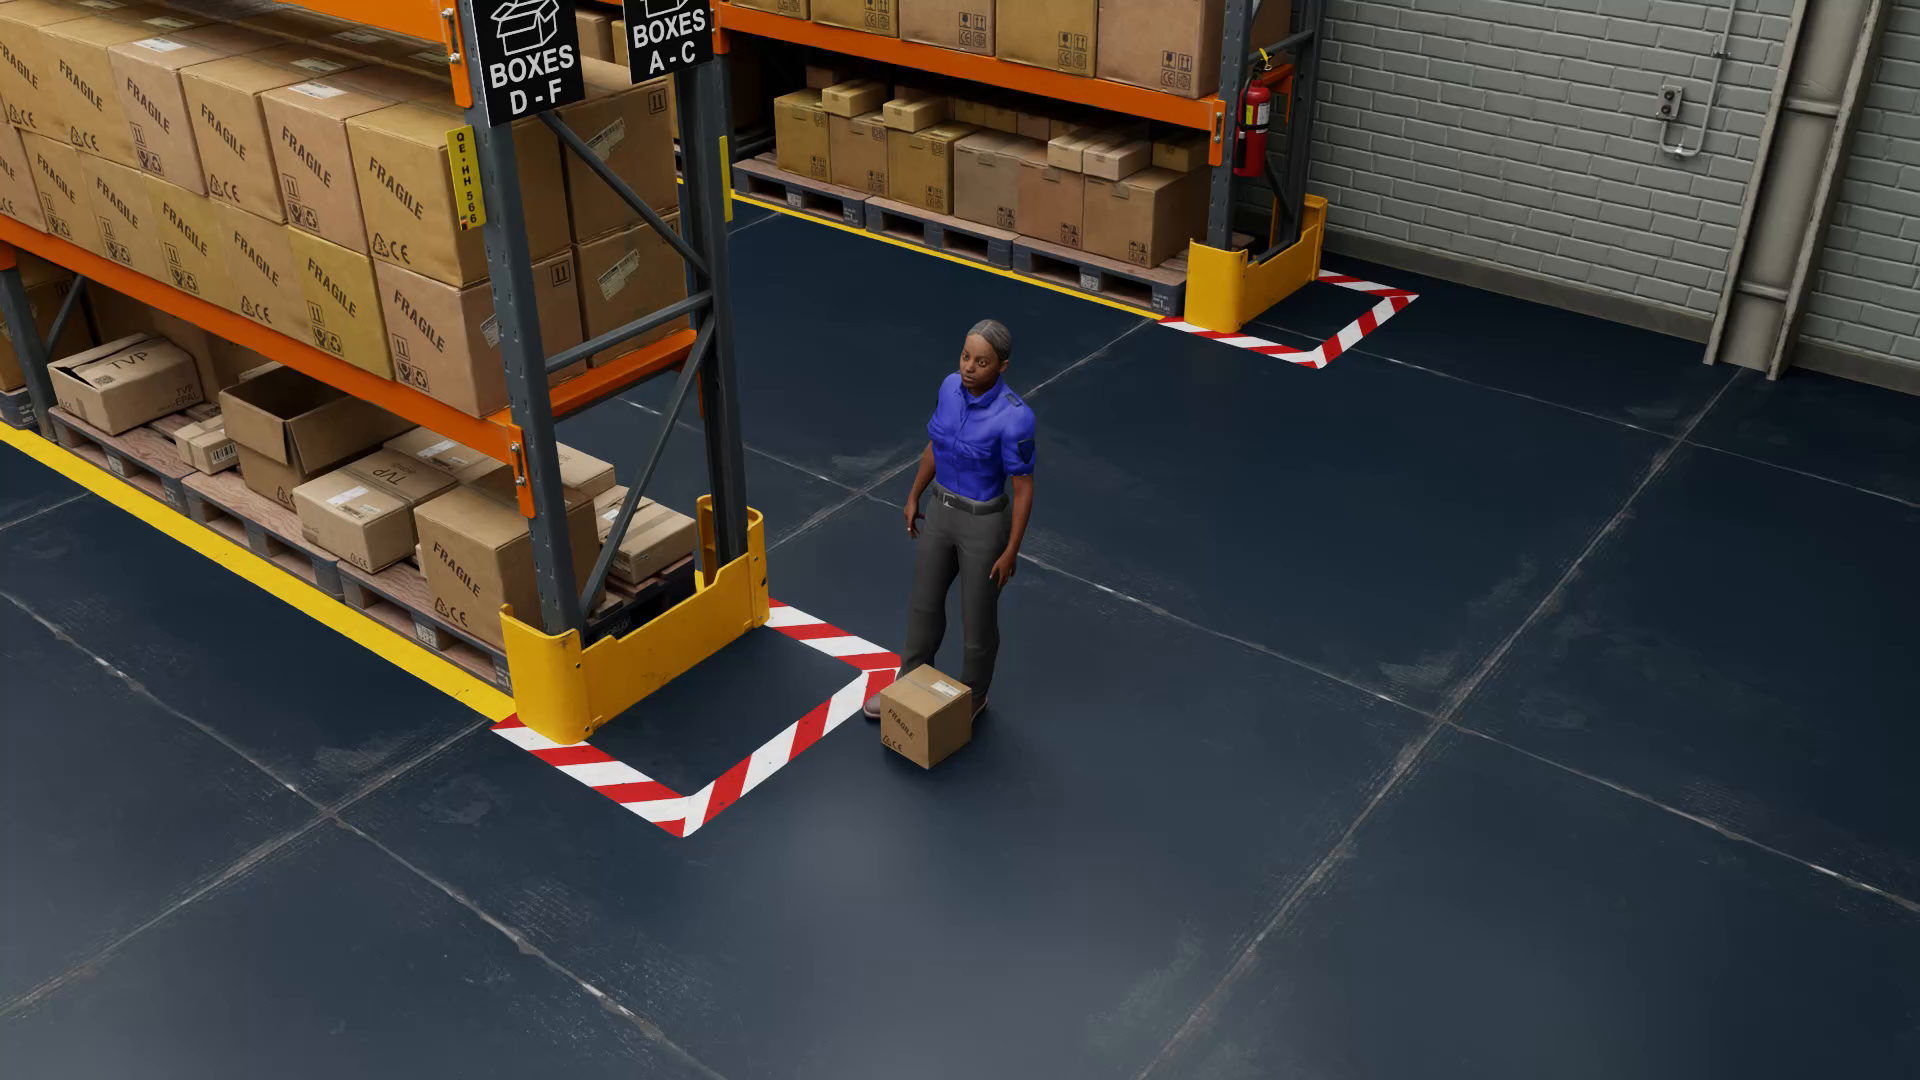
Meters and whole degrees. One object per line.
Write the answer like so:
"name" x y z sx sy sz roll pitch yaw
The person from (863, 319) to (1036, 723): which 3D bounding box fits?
"person" -0.031 -0.018 6.151 0.570 1.657 0.502 26 39 36
